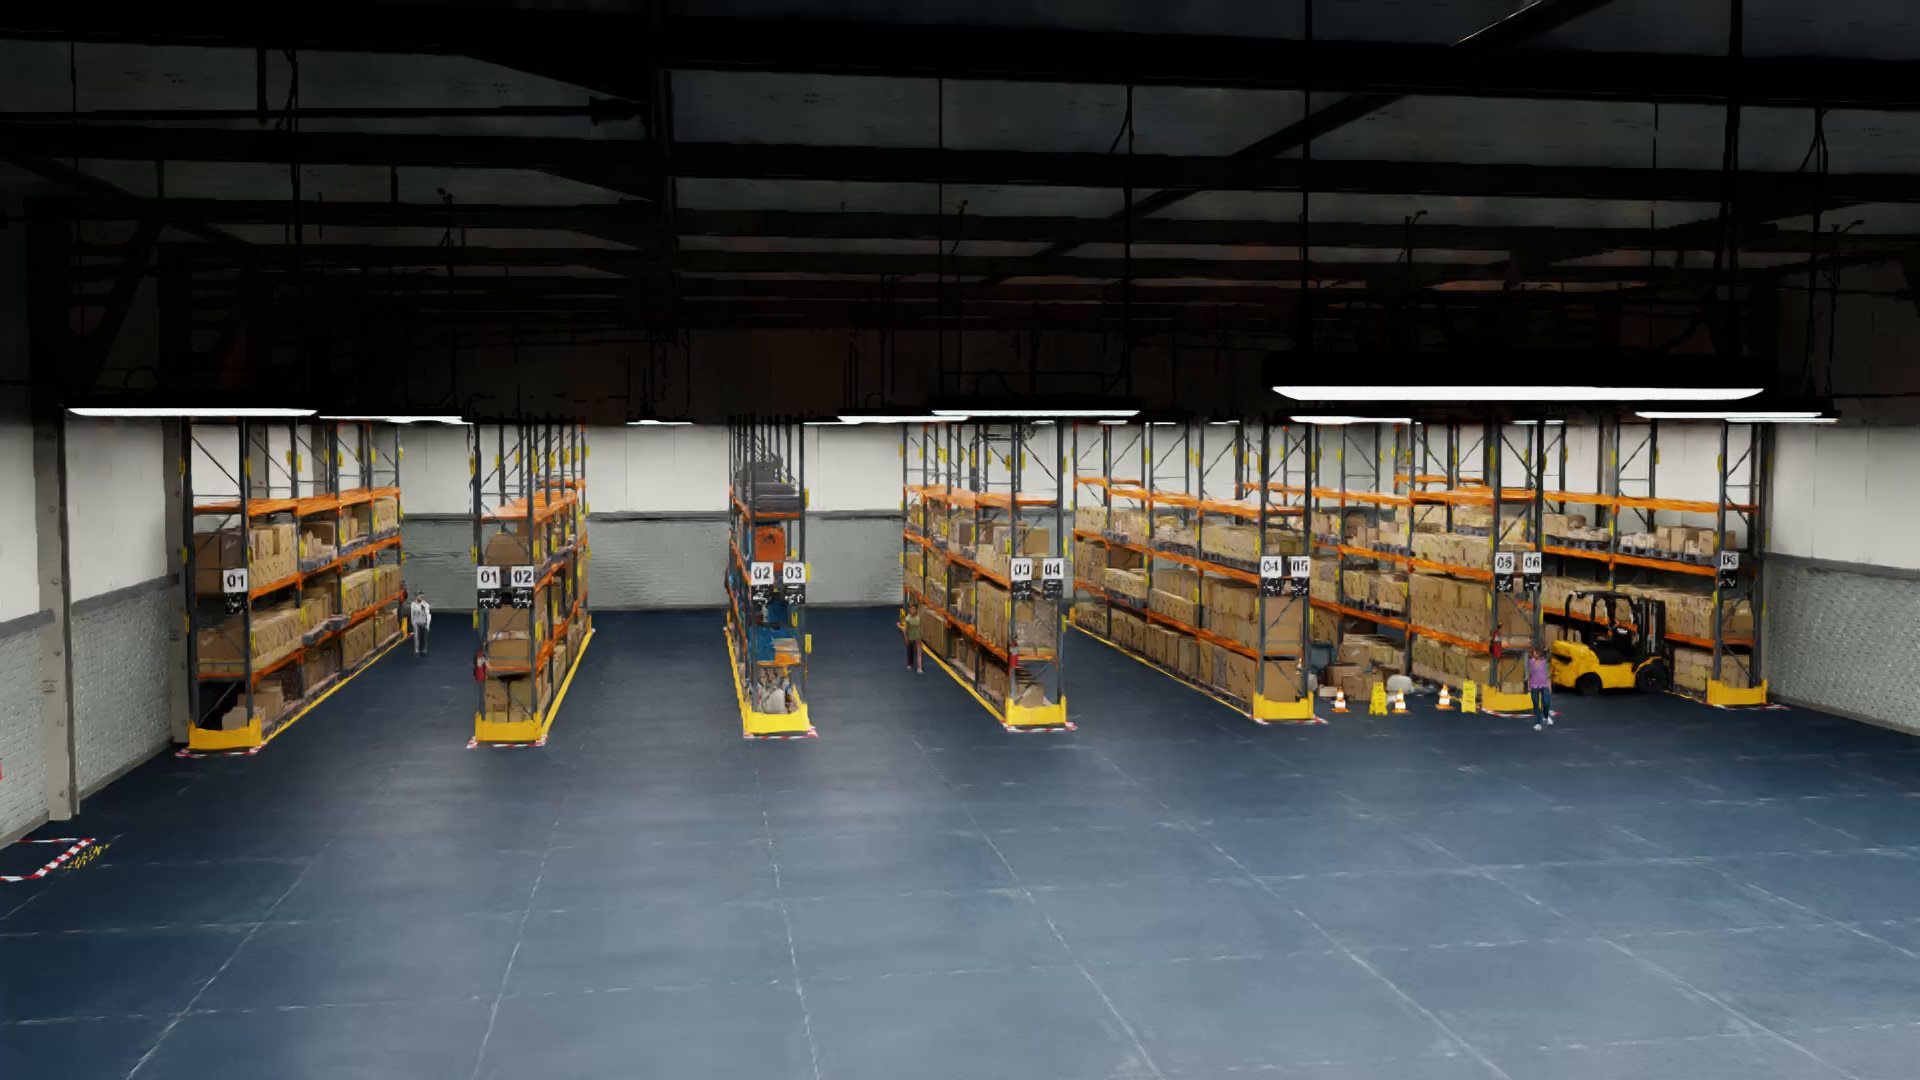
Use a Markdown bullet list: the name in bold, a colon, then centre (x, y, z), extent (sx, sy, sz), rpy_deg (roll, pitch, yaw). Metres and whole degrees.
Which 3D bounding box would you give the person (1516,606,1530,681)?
- **person**: centre (12.647, 2.325, 37.534), extent (0.551, 1.665, 0.574), rpy_deg (2, 4, 22)

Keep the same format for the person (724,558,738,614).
- **person**: centre (-6.832, 1.433, 50.029), extent (0.525, 1.746, 0.688), rpy_deg (-4, 5, -44)

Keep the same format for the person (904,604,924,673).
- **person**: centre (-1.089, 2.277, 38.756), extent (0.448, 1.590, 1.110), rpy_deg (0, 4, -7)

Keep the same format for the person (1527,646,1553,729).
- **person**: centre (11.017, 2.786, 31.564), extent (0.476, 1.590, 0.488), rpy_deg (2, 4, 30)

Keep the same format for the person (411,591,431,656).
- **person**: centre (-13.510, 2.069, 41.679), extent (0.497, 1.625, 0.997), rpy_deg (-1, 4, -11)
